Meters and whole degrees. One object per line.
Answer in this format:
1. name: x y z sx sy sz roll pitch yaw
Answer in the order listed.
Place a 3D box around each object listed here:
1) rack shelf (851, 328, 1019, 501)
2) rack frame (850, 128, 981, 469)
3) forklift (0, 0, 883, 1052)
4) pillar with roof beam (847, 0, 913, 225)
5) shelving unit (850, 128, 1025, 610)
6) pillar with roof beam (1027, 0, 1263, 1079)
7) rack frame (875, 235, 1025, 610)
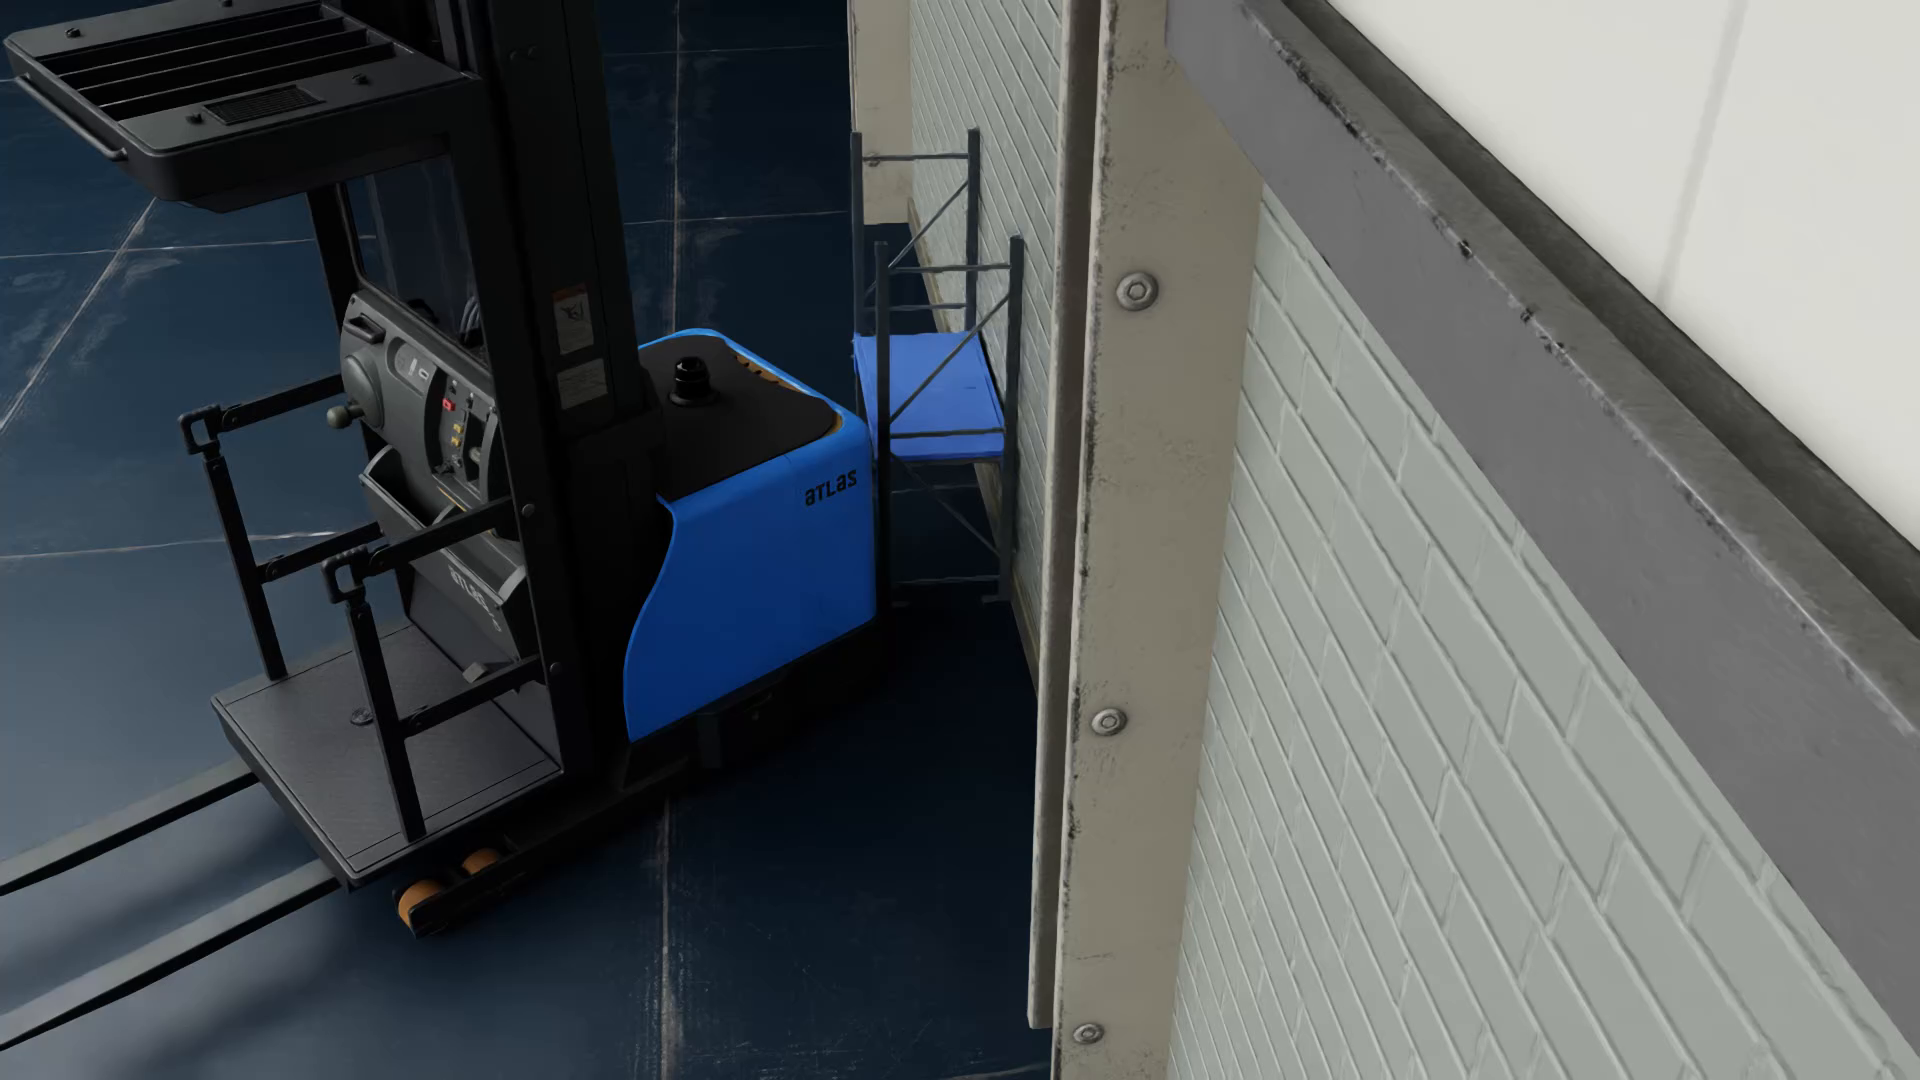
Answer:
1. rack shelf: -0.117 -0.514 6.485 0.538 0.185 1.000 -4 34 -7
2. rack frame: -0.182 -0.947 6.800 0.500 1.500 0.032 -4 34 -7
3. forklift: -1.716 -0.359 4.673 3.031 2.935 1.130 -26 42 -33
4. pillar with roof beam: -4.701 -5.287 6.517 9.100 9.000 0.400 -4 35 -6
5. shelving unit: -0.114 -0.663 6.384 0.538 1.500 1.048 -4 34 -7
6. pillar with roof beam: -3.894 -1.939 1.604 9.100 9.000 0.400 -4 35 -6
7. rack frame: -0.045 -0.380 5.967 0.500 1.500 0.032 -4 34 -7
